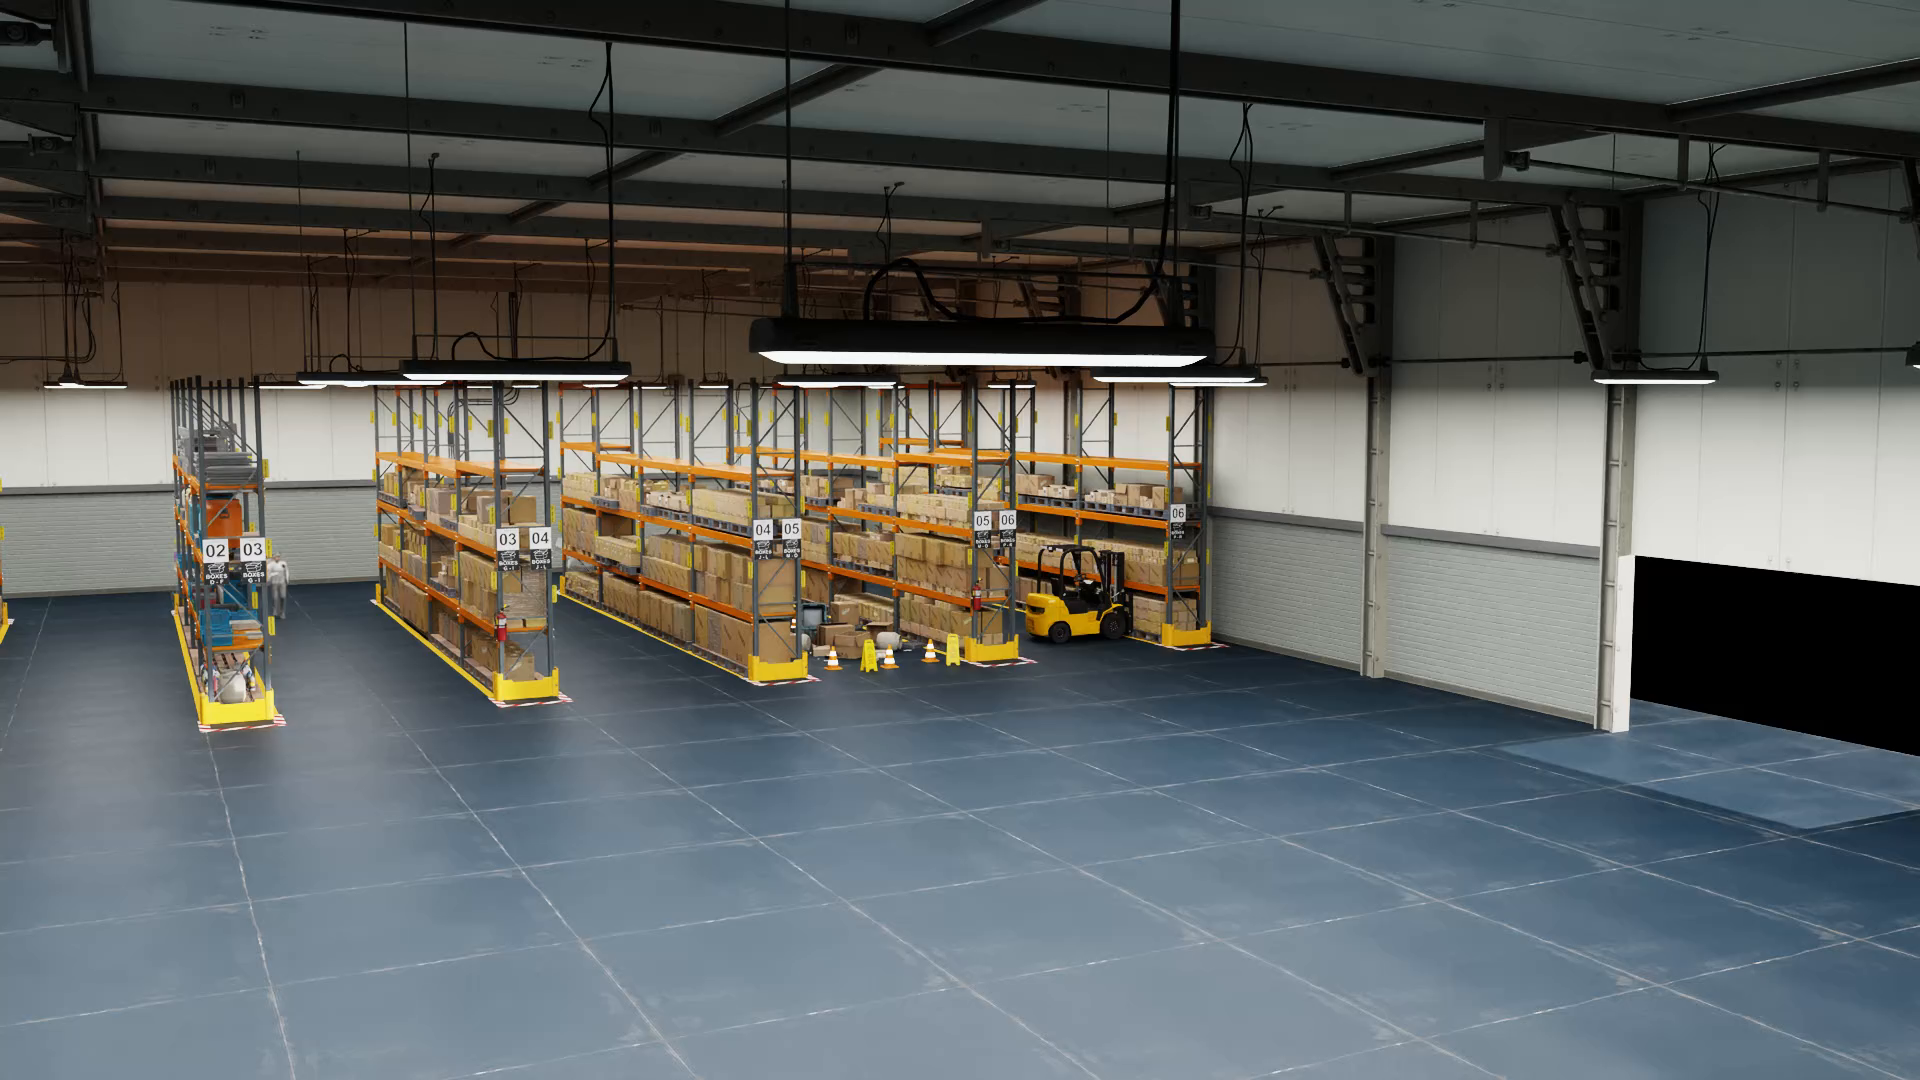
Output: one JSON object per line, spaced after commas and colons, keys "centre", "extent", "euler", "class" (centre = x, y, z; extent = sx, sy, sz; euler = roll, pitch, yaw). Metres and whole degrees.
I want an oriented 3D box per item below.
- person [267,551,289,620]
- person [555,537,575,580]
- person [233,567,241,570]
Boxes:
{"centre": [-17.250, 1.136, 42.040], "extent": [0.555, 1.739, 0.847], "euler": [-3, 6, -29], "class": "person"}
{"centre": [-11.552, 0.496, 49.086], "extent": [0.711, 1.749, 0.943], "euler": [2, 5, 21], "class": "person"}
{"centre": [-19.848, 0.781, 45.739], "extent": [0.907, 1.813, 0.707], "euler": [0, 5, -2], "class": "person"}
